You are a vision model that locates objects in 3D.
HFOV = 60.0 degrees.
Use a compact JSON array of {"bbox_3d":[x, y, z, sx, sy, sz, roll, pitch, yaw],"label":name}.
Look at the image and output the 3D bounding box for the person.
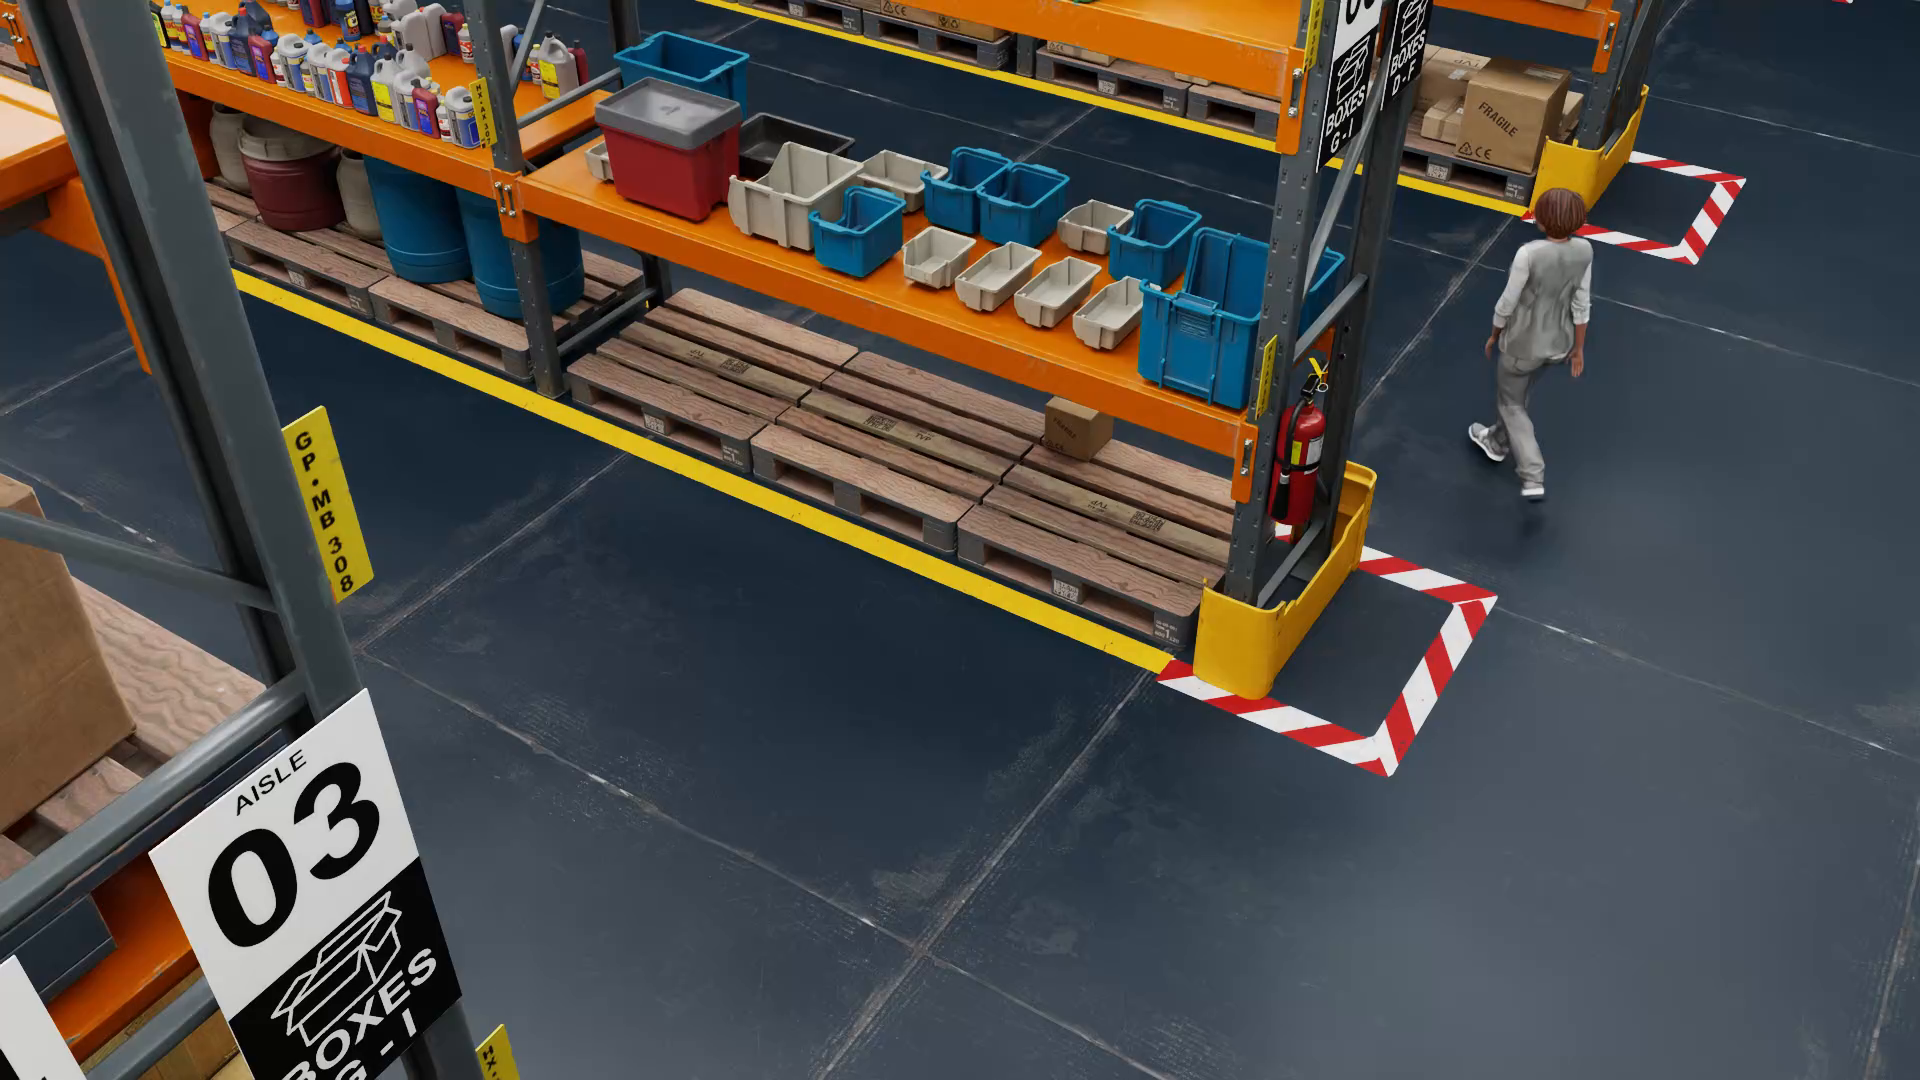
[{"bbox_3d":[2.694,-0.912,7.811,0.442,1.548,0.787,-8,40,-10],"label":"person"}]
